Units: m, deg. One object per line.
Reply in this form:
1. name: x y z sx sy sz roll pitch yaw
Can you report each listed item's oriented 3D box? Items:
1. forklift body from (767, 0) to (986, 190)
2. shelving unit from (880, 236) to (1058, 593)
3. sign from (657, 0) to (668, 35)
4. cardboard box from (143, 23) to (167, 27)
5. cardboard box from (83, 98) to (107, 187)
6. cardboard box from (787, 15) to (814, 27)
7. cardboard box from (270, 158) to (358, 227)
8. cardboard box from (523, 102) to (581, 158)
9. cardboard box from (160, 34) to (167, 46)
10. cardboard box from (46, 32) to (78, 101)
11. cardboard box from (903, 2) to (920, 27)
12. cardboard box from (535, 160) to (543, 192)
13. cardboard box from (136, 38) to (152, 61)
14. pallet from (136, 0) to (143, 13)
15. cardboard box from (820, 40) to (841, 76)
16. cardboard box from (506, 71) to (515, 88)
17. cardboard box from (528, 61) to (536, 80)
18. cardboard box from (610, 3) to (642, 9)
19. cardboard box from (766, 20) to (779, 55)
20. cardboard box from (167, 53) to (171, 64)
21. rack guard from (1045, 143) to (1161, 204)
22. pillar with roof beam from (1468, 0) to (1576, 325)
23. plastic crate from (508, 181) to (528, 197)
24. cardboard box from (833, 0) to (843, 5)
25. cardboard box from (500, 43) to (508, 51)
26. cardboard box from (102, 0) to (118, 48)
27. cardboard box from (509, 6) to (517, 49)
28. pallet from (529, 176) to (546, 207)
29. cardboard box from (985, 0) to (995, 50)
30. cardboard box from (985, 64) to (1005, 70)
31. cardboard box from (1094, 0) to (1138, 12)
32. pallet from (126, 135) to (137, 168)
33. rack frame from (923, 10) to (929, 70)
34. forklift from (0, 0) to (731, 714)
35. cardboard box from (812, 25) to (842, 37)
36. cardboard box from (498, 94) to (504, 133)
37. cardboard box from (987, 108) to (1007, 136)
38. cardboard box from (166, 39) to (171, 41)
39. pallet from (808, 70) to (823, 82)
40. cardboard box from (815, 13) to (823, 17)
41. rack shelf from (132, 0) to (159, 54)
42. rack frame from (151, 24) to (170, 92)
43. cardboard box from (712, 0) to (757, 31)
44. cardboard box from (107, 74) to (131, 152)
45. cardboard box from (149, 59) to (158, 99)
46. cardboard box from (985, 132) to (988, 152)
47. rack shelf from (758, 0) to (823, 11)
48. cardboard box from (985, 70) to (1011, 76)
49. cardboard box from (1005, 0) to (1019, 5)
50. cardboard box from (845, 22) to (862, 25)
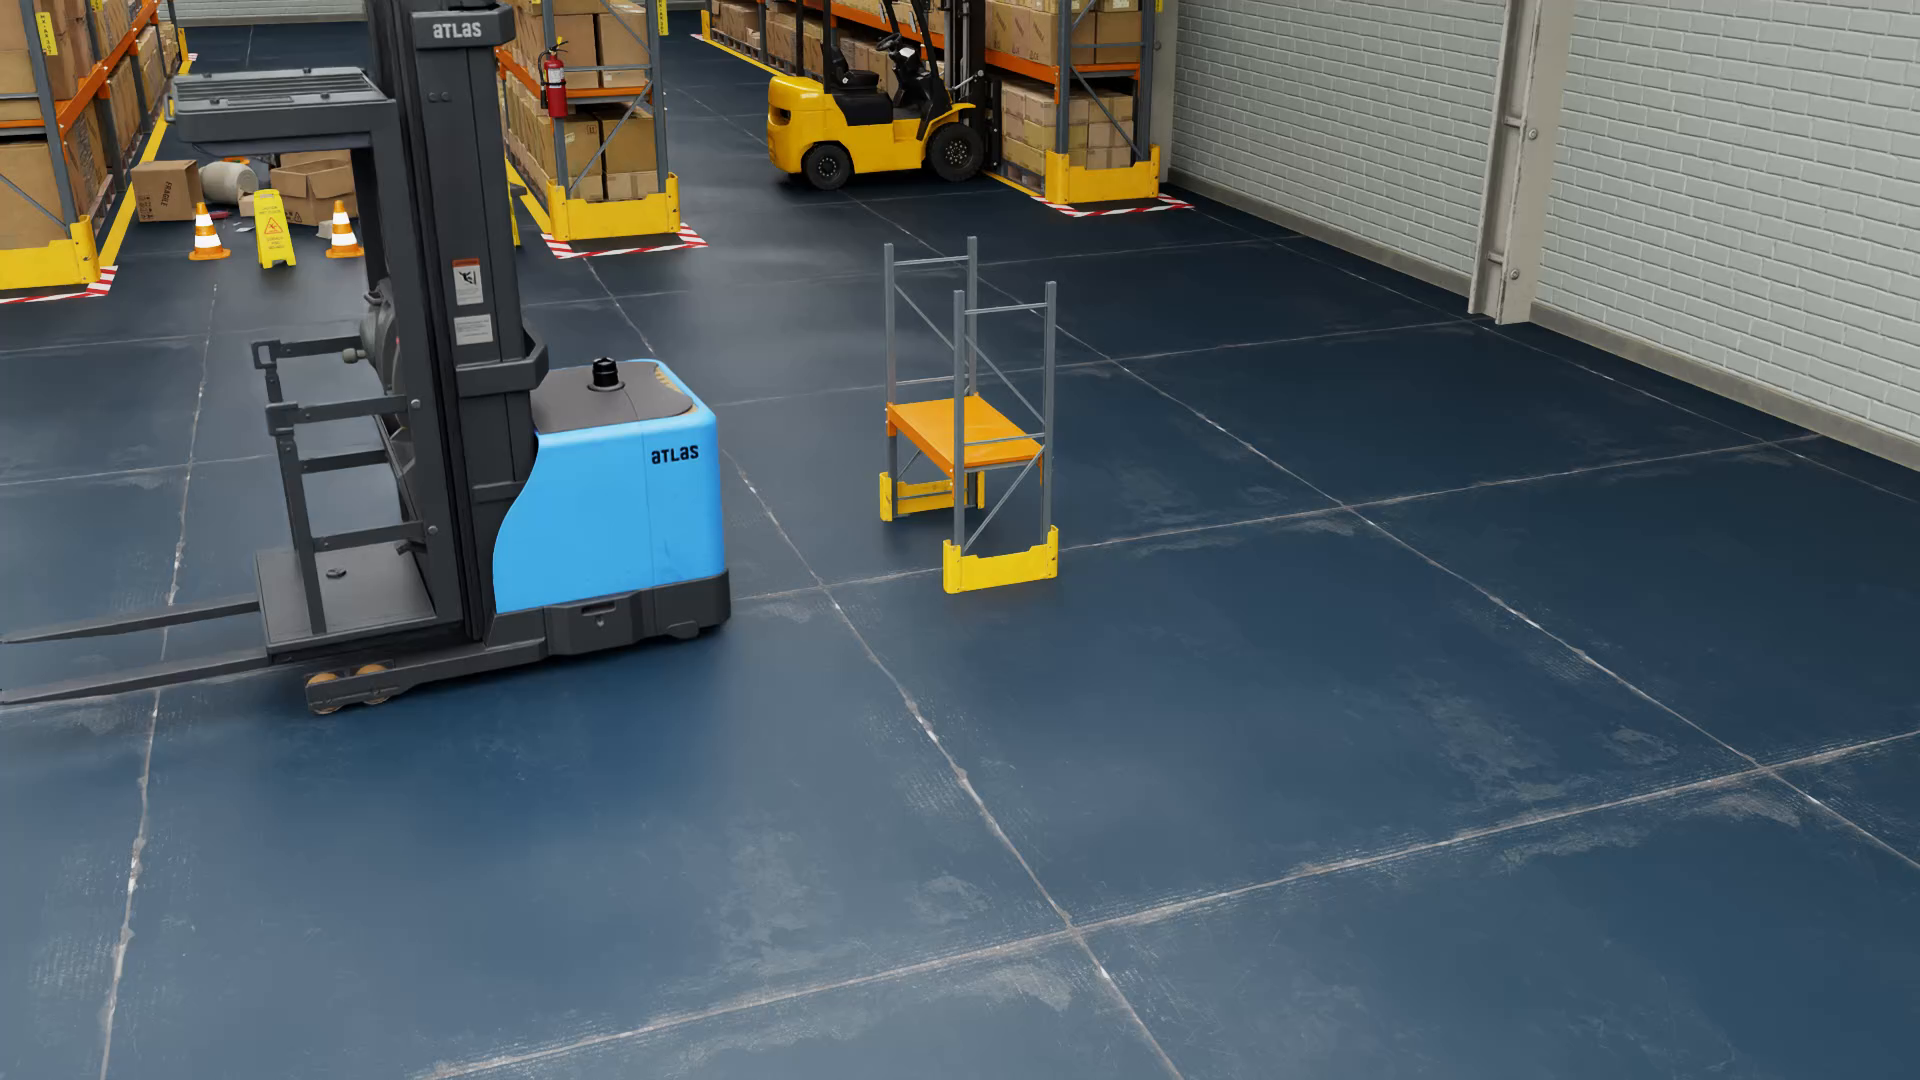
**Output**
1. forklift body: -0.924 -4.962 17.753 2.313 2.155 1.214 -8 24 -19
2. shelving unit: 0.027 -0.663 8.393 0.587 1.500 1.083 -8 24 -19
3. sign: -2.682 -4.705 14.937 0.100 0.325 0.005 -8 24 -19
4. cardboard box: -12.978 -8.227 26.770 0.380 0.149 0.250 -8 24 -18
5. cardboard box: -9.041 -3.946 16.444 0.875 0.875 0.875 -8 24 -18
6. cardboard box: -2.474 -8.073 25.884 0.380 0.149 0.250 -8 24 -19
7. cardboard box: -6.179 -3.372 16.103 0.637 0.503 0.797 12 26 27
8. cardboard box: -4.076 -4.133 16.727 0.500 0.500 0.500 -9 24 -20
9. cardboard box: -12.256 -7.572 25.218 0.380 0.149 0.250 -8 24 -18
10. cardboard box: -8.253 -4.131 14.496 0.875 0.550 0.550 -8 24 -19
11. cardboard box: -0.383 -6.446 20.374 0.500 0.250 0.500 -8 24 -18
12. cardboard box: -3.903 -3.604 16.439 0.500 0.250 0.500 -8 24 -19
13. cardboard box: -10.970 -6.459 21.926 0.500 0.250 0.500 -8 24 -19
14. pallet: -11.349 -7.048 21.857 1.003 0.211 1.213 -8 24 -19
15. cardboard box: -1.724 -6.987 24.142 0.500 0.500 0.500 -8 24 -17
16. cardboard box: -4.659 -4.951 17.833 0.380 0.149 0.250 -8 24 -18
17. cardboard box: -3.905 -4.485 15.852 0.380 0.149 0.250 -8 24 -18
18. cardboard box: -3.284 -4.813 15.795 0.500 0.500 0.500 -8 24 -17
19. cardboard box: -2.826 -8.109 26.806 0.500 0.500 0.500 -7 24 -17
20. cardboard box: -12.349 -7.398 25.571 0.380 0.149 0.250 -9 24 -20
21. rack guard: 1.461 -3.754 17.012 1.175 0.500 0.348 -8 24 -19
22. pillar with roof beam: 0.142 -5.285 9.702 9.100 9.000 0.400 -8 24 -19
23. plastic crate: -4.815 -3.657 17.323 0.402 0.080 0.583 -18 29 -37
24. cardboard box: -1.445 -7.557 23.011 0.500 0.250 0.500 -8 24 -19
25. cardboard box: -4.792 -5.411 18.049 0.380 0.149 0.250 -8 24 -19
26. cardboard box: -9.485 -5.609 18.066 0.500 0.500 0.500 -8 24 -19
27. cardboard box: -4.344 -5.307 16.967 0.500 0.500 0.500 -9 24 -19
28. pallet: -3.898 -3.717 17.297 1.003 0.211 1.213 -8 24 -19
29. cardboard box: 0.489 -5.660 18.188 0.500 0.500 0.500 -8 24 -19
30. cardboard box: 0.587 -5.420 19.461 0.500 0.250 0.500 -9 24 -20
31. cardboard box: 1.575 -5.418 16.779 0.380 0.149 0.250 -9 24 -20
32. pallet: -9.976 -4.398 18.914 1.003 0.211 1.213 -8 24 -19
33. rack frame: 0.040 -6.368 19.995 1.000 3.000 0.127 -8 24 -19
34. forklift: -2.625 -0.852 6.998 3.031 2.935 1.130 -10 25 -22
35. cardboard box: -1.962 -7.503 24.532 0.380 0.149 0.250 -9 25 -21
36. cardboard box: -5.048 -5.119 19.875 0.950 0.372 0.625 -7 24 -16
37. cardboard box: 0.619 -4.573 18.094 0.500 0.250 0.500 -9 24 -20
38. cardboard box: -12.530 -7.723 25.958 0.380 0.149 0.250 -7 24 -16
39. pallet: -1.602 -6.812 24.641 1.003 0.211 1.213 -8 24 -19
40. cardboard box: -2.080 -8.249 26.303 0.380 0.149 0.250 -10 25 -22
41. rack shelf: -11.318 -6.818 21.990 1.077 0.370 4.000 -8 24 -19
42. rack frame: -12.024 -7.876 23.575 1.000 3.000 0.127 -8 24 -19
43. cardboard box: -4.072 -9.536 30.186 0.797 0.503 0.637 -9 25 -21
44. cardboard box: -9.839 -4.690 18.372 1.050 0.750 0.750 -8 24 -19
45. cardboard box: -10.989 -6.124 22.096 0.500 0.500 0.500 -9 24 -20
46. cardboard box: 0.451 -4.519 18.608 0.500 0.250 0.500 -8 24 -17
47. rack shelf: -2.080 -8.216 25.308 1.077 0.370 4.000 -8 24 -19
48. cardboard box: 0.275 -5.170 18.865 0.500 0.250 0.500 -7 24 -17
49. cardboard box: 0.700 -5.720 17.496 0.380 0.149 0.250 -9 25 -21
50. cardboard box: -1.507 -7.685 24.963 0.380 0.149 0.250 -10 25 -21
